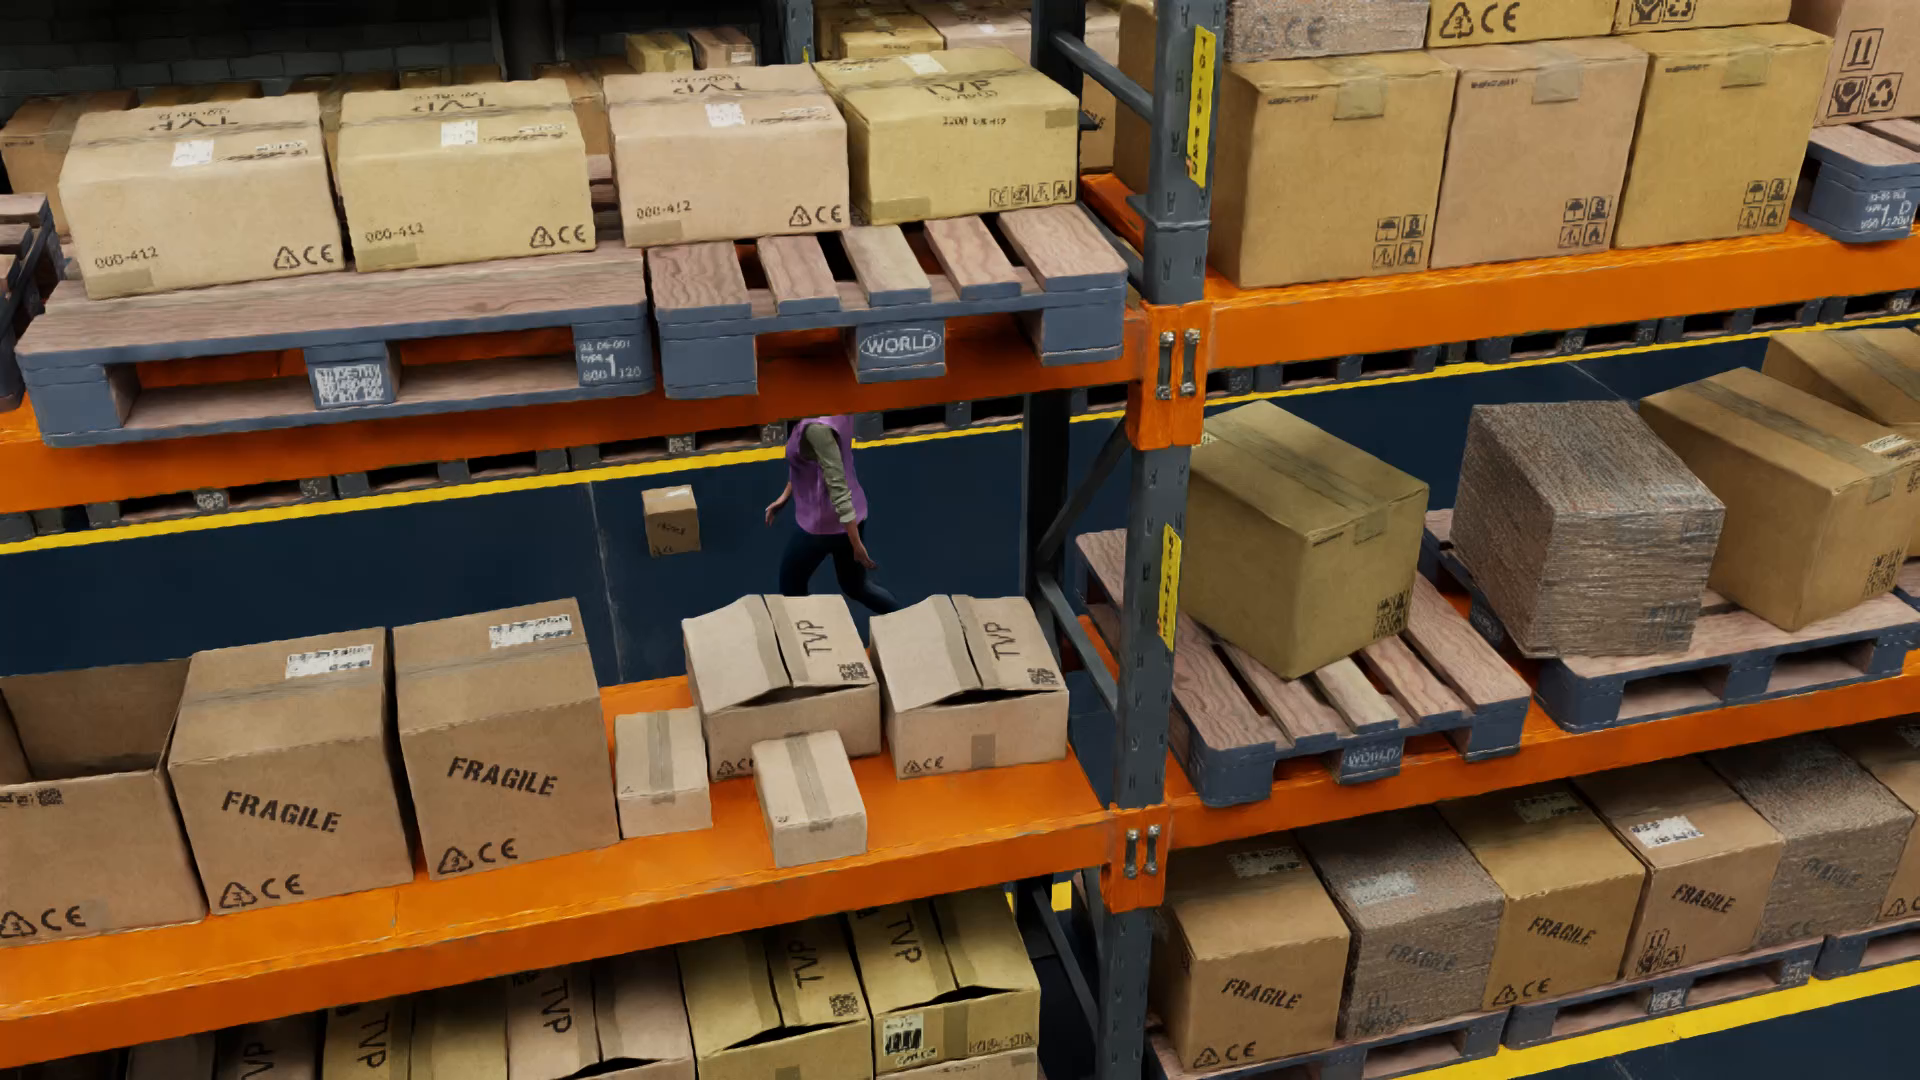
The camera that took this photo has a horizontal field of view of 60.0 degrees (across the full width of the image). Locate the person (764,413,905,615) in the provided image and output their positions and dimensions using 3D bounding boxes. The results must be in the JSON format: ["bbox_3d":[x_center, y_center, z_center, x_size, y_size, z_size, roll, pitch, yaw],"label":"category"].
[{"bbox_3d":[-0.537,-0.086,7.062,0.921,1.545,0.432,9,32,14],"label":"person"}]
